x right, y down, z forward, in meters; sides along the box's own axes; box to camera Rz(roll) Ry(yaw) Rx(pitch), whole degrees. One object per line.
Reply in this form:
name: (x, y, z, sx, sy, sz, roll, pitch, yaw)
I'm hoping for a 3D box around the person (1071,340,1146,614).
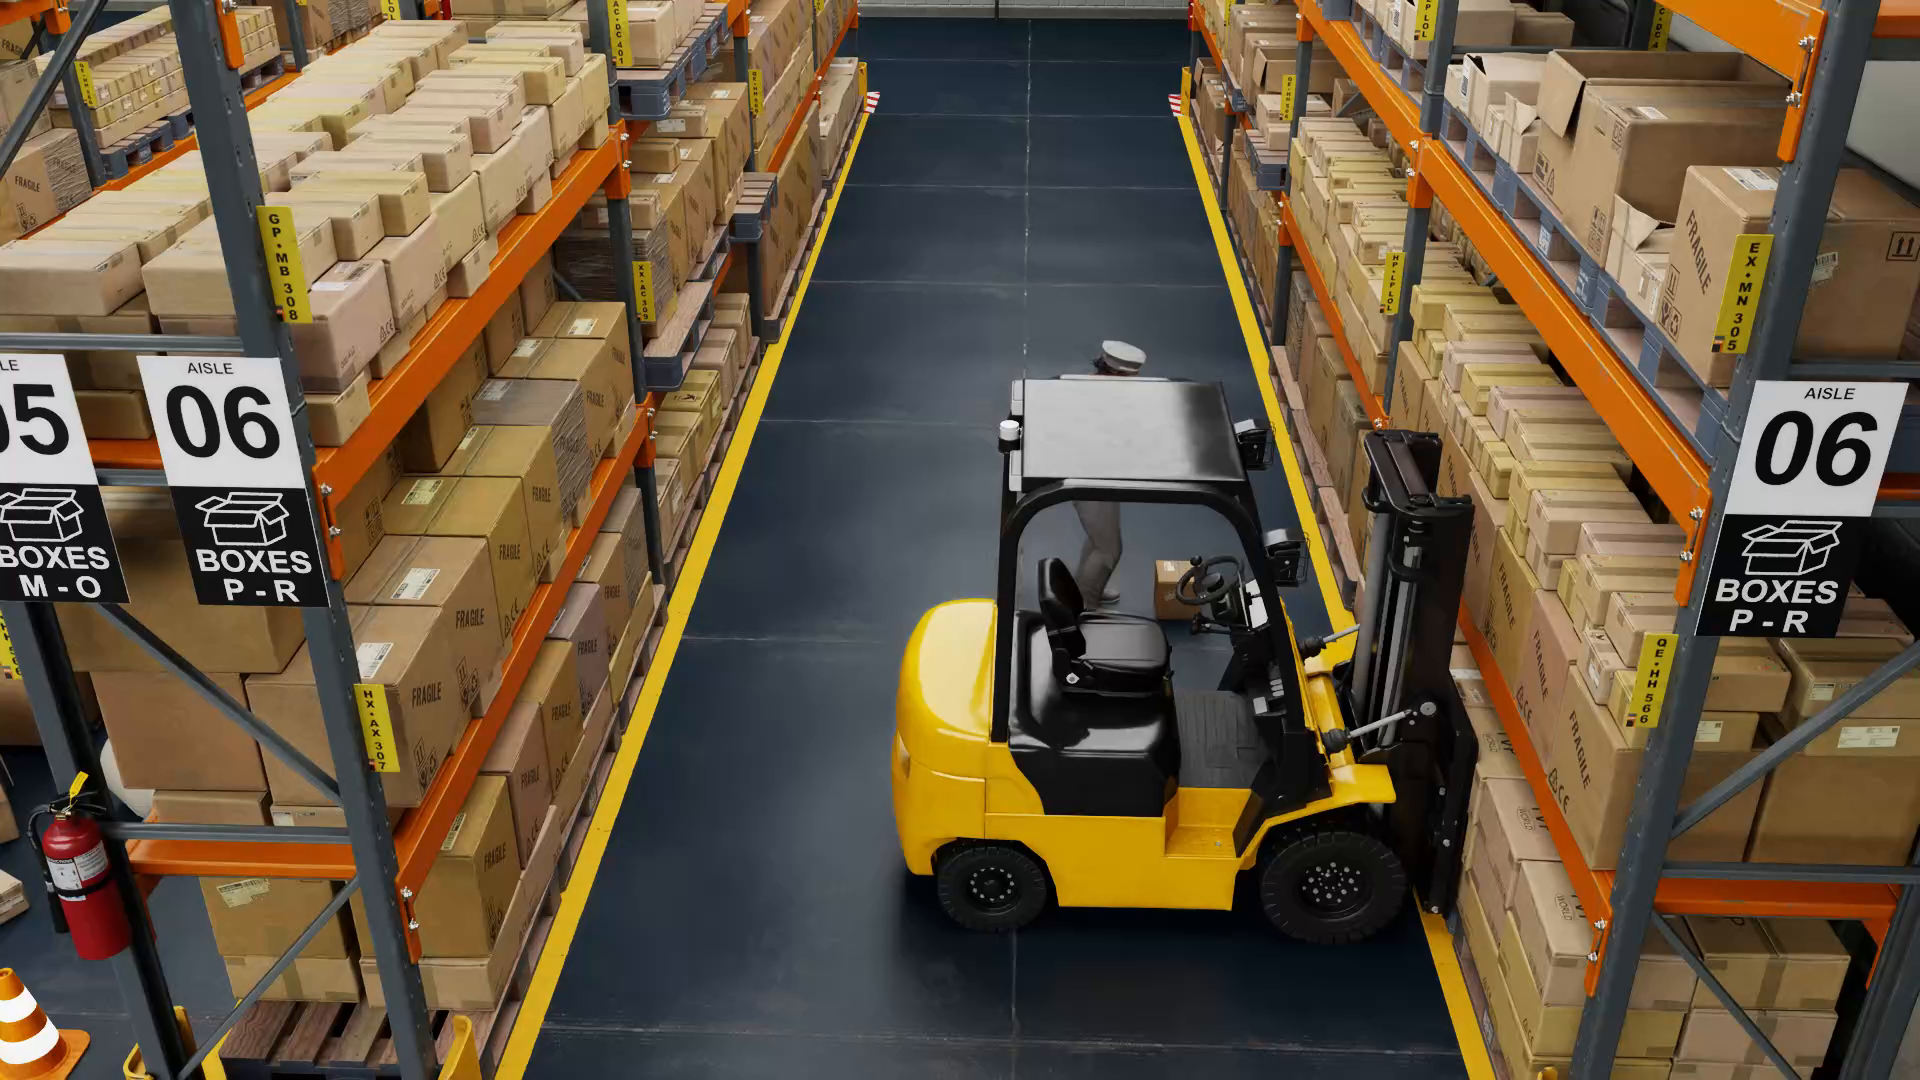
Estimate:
person: (0.787, -0.328, 9.284, 0.425, 1.631, 0.453, 2, 28, 3)
